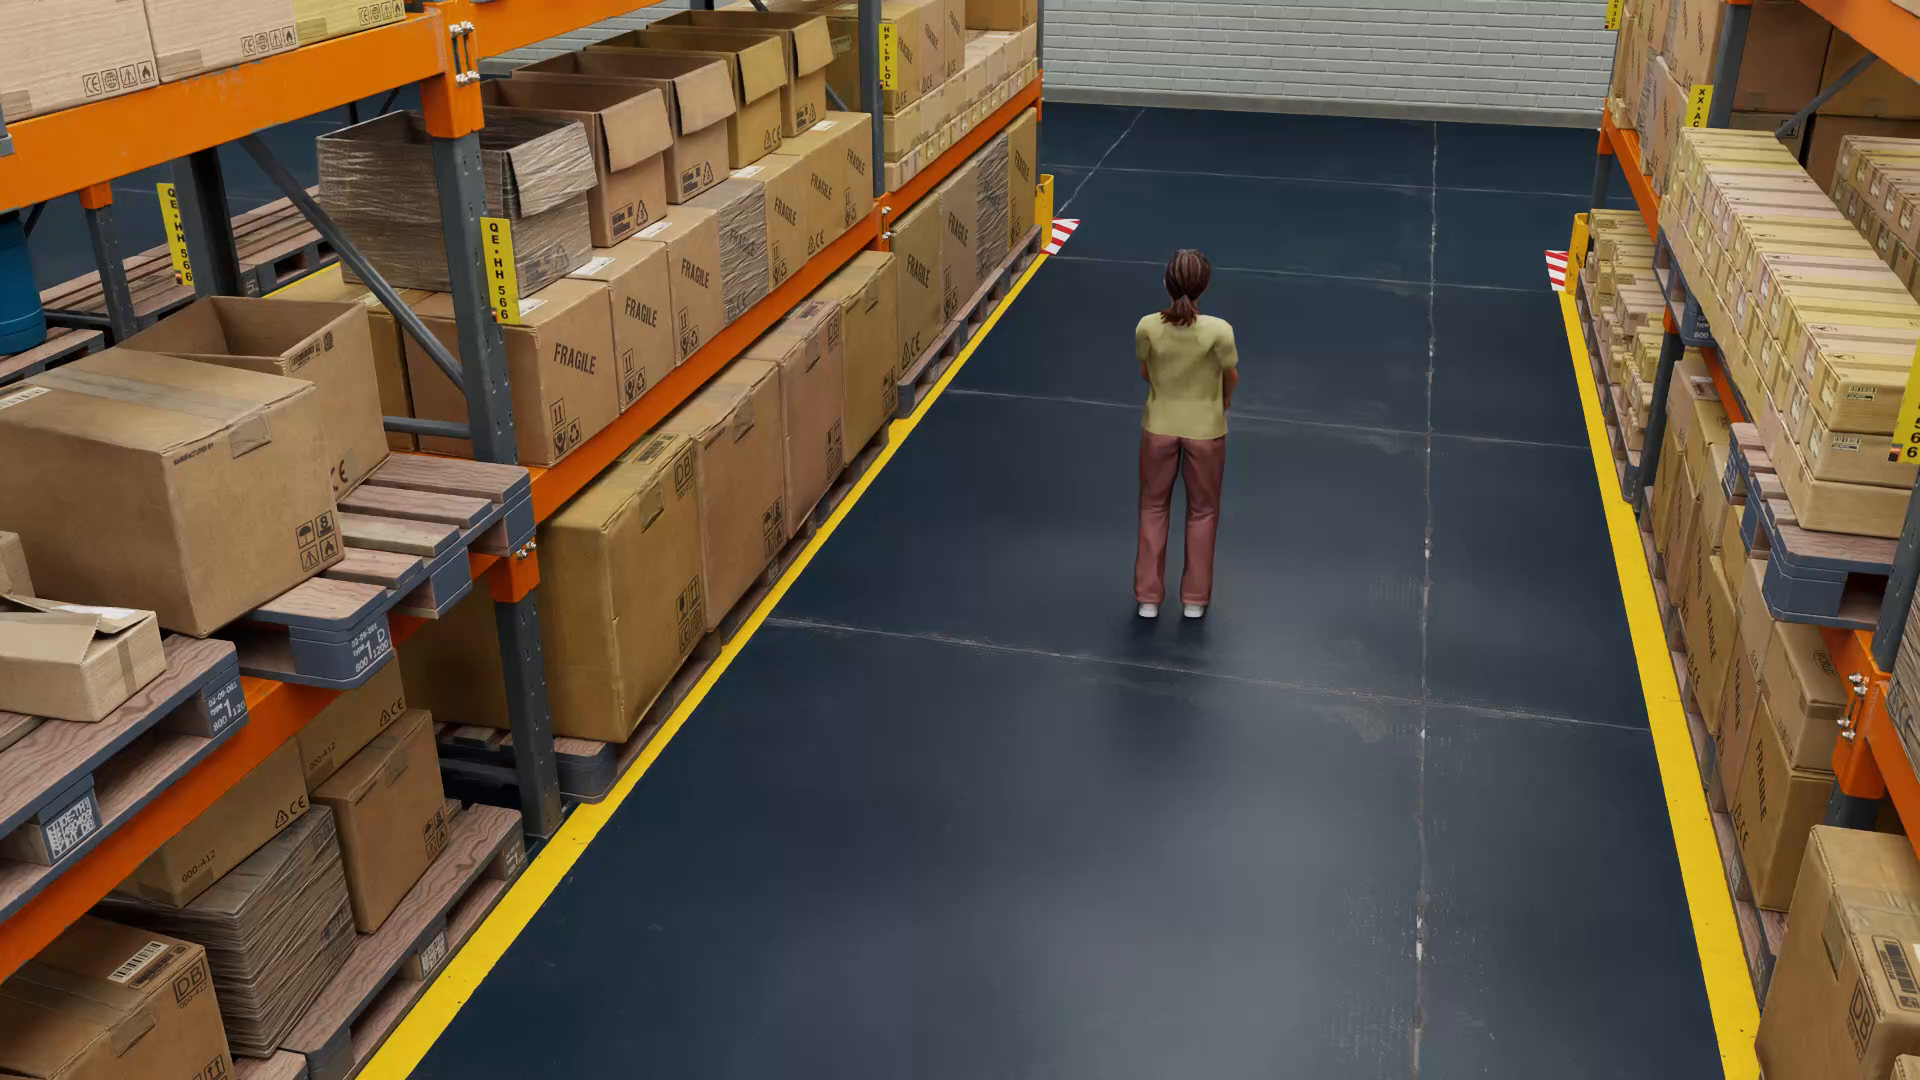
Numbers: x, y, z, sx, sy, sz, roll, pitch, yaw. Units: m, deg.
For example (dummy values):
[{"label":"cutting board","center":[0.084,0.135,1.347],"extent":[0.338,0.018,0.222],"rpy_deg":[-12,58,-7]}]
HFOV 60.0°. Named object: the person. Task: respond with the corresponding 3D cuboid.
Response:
[{"label":"person","center":[0.957,-0.462,7.098],"extent":[0.425,1.662,0.561],"rpy_deg":[7,26,14]}]
